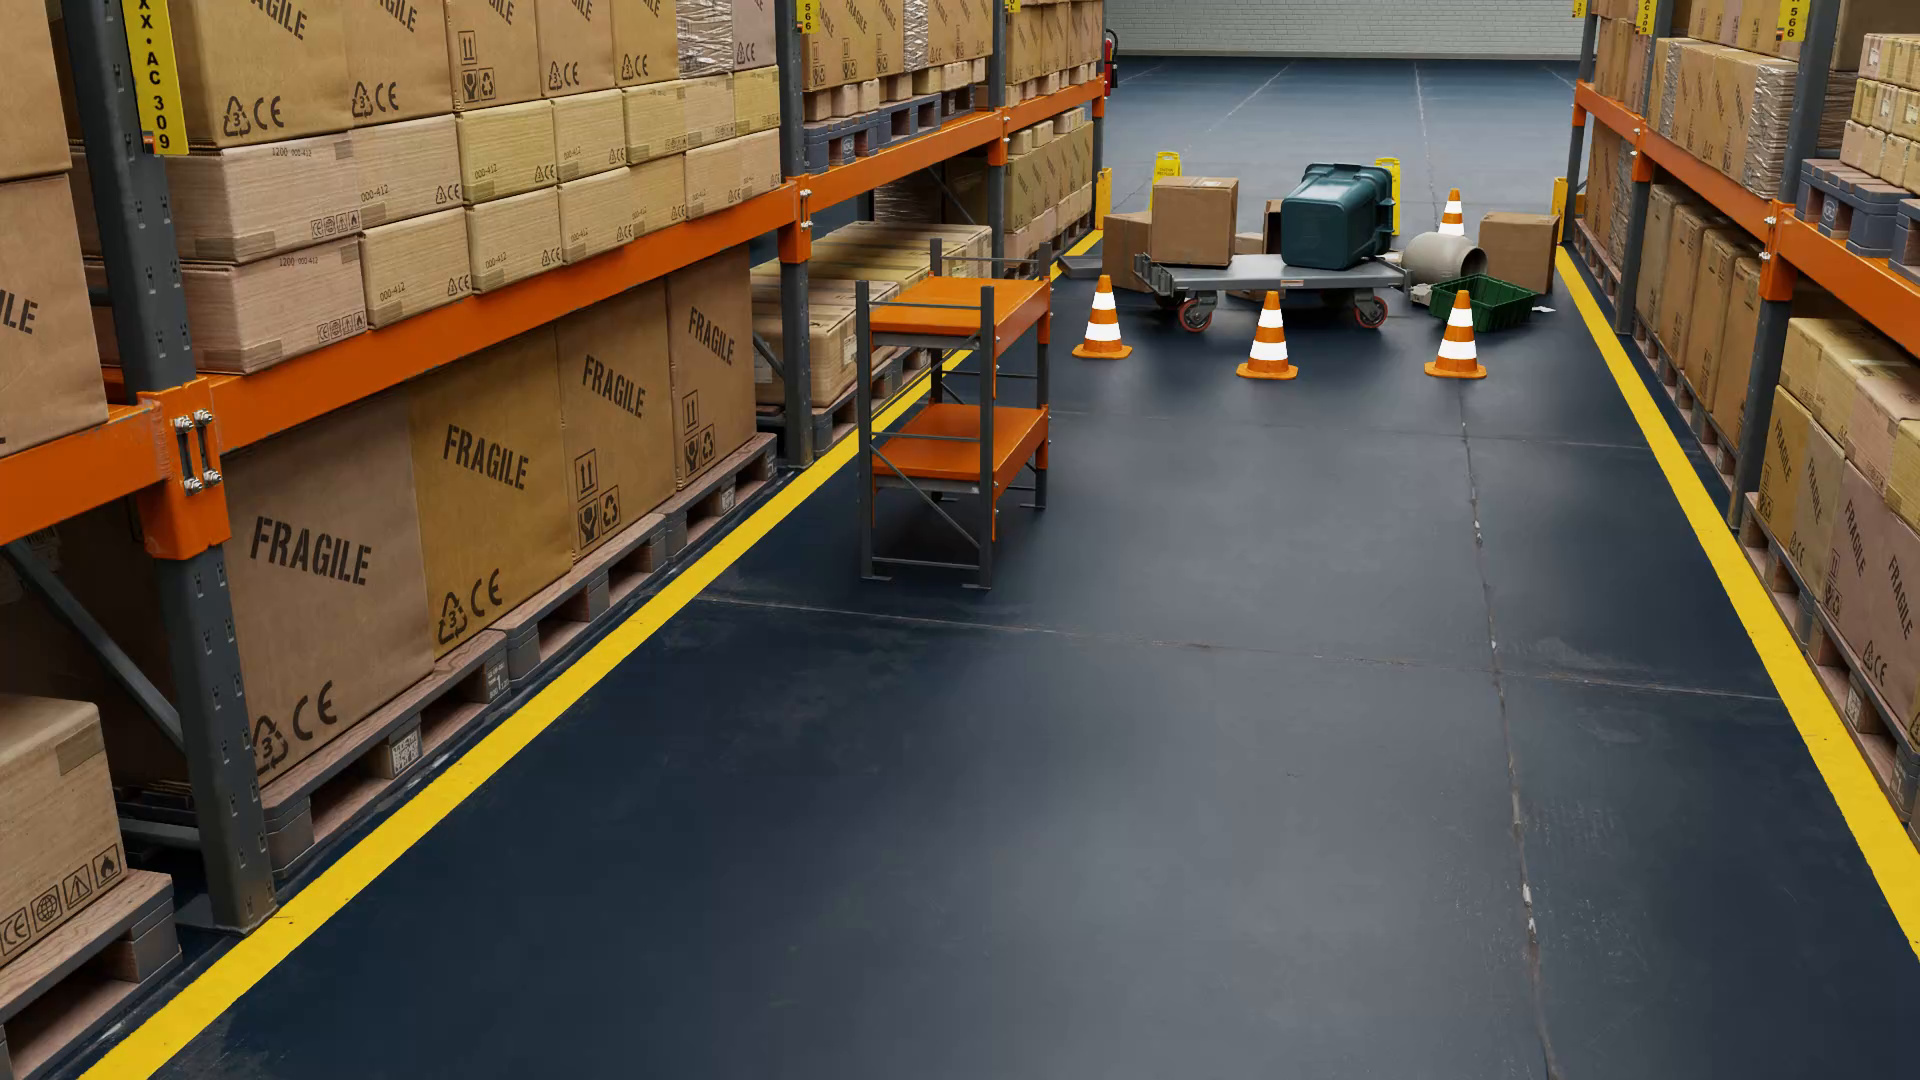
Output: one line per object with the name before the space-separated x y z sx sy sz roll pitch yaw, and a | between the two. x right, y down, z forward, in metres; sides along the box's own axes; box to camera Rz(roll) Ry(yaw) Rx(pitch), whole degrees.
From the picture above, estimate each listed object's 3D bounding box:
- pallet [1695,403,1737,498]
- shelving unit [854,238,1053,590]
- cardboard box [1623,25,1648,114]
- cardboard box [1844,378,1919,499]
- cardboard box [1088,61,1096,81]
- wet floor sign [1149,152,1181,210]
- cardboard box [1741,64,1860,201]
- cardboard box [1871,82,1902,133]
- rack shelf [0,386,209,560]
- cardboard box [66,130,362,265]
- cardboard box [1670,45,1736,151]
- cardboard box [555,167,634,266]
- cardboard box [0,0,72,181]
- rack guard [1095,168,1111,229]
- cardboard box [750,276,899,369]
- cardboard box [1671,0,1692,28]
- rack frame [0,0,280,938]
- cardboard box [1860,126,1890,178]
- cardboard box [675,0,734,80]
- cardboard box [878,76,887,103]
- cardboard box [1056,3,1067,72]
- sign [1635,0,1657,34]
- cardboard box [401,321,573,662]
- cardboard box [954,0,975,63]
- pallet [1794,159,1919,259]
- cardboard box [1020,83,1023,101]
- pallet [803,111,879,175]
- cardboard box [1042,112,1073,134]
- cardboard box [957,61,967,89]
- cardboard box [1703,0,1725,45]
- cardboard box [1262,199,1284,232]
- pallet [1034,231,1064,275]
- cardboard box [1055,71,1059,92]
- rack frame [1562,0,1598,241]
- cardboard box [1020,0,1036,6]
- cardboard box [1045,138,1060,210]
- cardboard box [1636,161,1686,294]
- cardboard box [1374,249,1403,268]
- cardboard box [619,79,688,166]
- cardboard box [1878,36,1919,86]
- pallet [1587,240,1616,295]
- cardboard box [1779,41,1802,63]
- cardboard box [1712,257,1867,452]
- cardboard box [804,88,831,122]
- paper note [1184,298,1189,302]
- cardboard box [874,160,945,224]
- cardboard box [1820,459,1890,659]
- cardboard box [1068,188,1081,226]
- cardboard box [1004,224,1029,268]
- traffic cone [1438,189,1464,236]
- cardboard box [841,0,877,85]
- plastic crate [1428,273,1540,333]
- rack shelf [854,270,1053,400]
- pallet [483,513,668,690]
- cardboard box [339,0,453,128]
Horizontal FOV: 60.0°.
pallet | 3.912 -0.353 7.395 1.003 0.211 1.213 5 19 13
shelving unit | -0.002 -0.530 6.500 0.538 1.125 1.048 5 19 13
cardboard box | 4.815 -3.047 10.735 0.875 0.550 0.550 5 19 13
cardboard box | 2.986 -0.292 4.960 0.500 0.250 0.500 5 19 14
cardboard box | 0.938 -3.957 14.021 0.380 0.149 0.250 4 19 13
wet floor sign | 1.860 -3.159 14.938 0.267 0.644 0.232 12 22 32
cardboard box | 3.496 -1.641 6.697 0.500 0.500 0.500 5 19 13
cardboard box | 3.269 -1.431 5.516 0.380 0.149 0.250 6 20 16
rack shelf | -2.644 0.430 1.900 1.077 0.370 4.000 5 19 13
cardboard box | -1.775 -0.818 3.901 0.500 0.250 0.500 4 19 12
cardboard box | 3.987 -2.274 8.550 0.500 0.500 0.500 5 19 13
cardboard box | -1.395 -1.061 5.384 0.500 0.250 0.500 4 19 12
cardboard box | -2.003 -0.888 2.944 0.500 0.500 0.500 4 19 13
rack guard | 0.758 -3.091 14.965 1.175 0.500 0.348 5 19 13
cardboard box | -0.858 -1.154 8.842 0.950 0.372 0.625 4 19 12
cardboard box | 4.747 -3.380 10.040 0.875 0.550 0.550 5 19 13
rack frame | -2.156 -0.537 3.619 1.000 3.000 0.127 5 19 13
cardboard box | 3.276 -1.303 5.601 0.380 0.149 0.250 6 20 16
cardboard box | -1.168 -1.967 6.104 0.500 0.500 0.500 5 19 14
cardboard box | -0.604 -2.384 8.765 0.380 0.149 0.250 5 20 16
cardboard box | 0.516 -3.824 12.627 0.500 0.500 0.500 5 19 14
sign | 4.085 -3.176 9.883 0.100 0.325 0.005 5 19 13
cardboard box | -1.869 -0.215 5.313 0.875 0.875 0.875 5 20 15
cardboard box | -0.211 -3.113 9.896 0.500 0.500 0.500 5 19 14
pallet | 3.576 -1.109 5.590 1.213 0.211 1.003 5 19 13
cardboard box | 0.234 -3.168 11.710 0.380 0.149 0.250 5 19 13
pallet | -1.107 -1.932 7.999 1.213 0.211 1.003 5 19 13
cardboard box | 0.678 -3.304 13.162 0.380 0.149 0.250 6 20 16
cardboard box | -0.169 -2.776 9.914 0.380 0.149 0.250 4 19 12
cardboard box | 4.384 -2.888 8.801 0.700 0.500 0.500 4 19 12
cardboard box | 2.802 -2.366 12.837 0.797 0.503 0.637 -9 21 -24
pallet | 0.225 -2.322 13.158 1.003 0.211 1.213 5 19 13
cardboard box | 0.543 -3.480 12.625 0.380 0.149 0.250 5 19 13
rack frame | 5.601 -3.939 13.579 1.000 3.000 0.127 5 19 13
cardboard box | 0.117 -3.826 11.088 0.700 0.500 0.500 4 19 13
cardboard box | 0.453 -2.792 12.664 0.500 0.500 0.500 6 20 16
cardboard box | 4.845 -2.070 10.745 0.875 0.875 0.875 5 19 14
cardboard box | 3.258 -2.076 12.354 0.396 0.266 0.258 8 21 23
cardboard box | -1.277 -1.461 5.784 0.500 0.250 0.500 4 19 12
cardboard box | 3.283 -1.579 5.488 0.380 0.149 0.250 4 19 12
pallet | 5.181 -1.981 12.162 1.003 0.211 1.213 5 19 13
cardboard box | 3.888 -2.251 6.934 0.700 0.500 0.500 4 19 13
cardboard box | 3.882 -0.749 7.072 1.050 0.750 0.750 4 19 13
cardboard box | -0.817 -2.044 7.769 0.380 0.149 0.250 3 19 10
paper note | 1.583 -1.671 11.532 0.148 0.019 0.142 5 19 13
cardboard box | -0.317 -2.503 11.821 0.500 0.500 0.500 4 19 13
cardboard box | 2.986 0.073 5.050 0.500 0.500 0.500 4 19 12
cardboard box | 0.705 -2.759 13.730 0.500 0.250 0.500 5 19 14
cardboard box | 0.205 -2.106 11.816 0.500 0.250 0.500 4 19 11
traffic cone | 4.094 -2.684 13.830 0.336 0.463 0.334 5 19 13
cardboard box | -0.723 -2.464 7.997 0.500 0.500 0.500 6 20 16
plastic crate | 3.396 -1.540 10.816 0.450 0.188 0.662 29 33 36
rack shelf | -0.002 -0.807 6.405 0.538 0.278 1.000 5 19 13
pallet | -1.744 0.151 5.918 1.003 0.211 1.213 5 19 13
cardboard box | -1.672 -1.334 4.252 0.500 0.500 0.500 5 19 13
